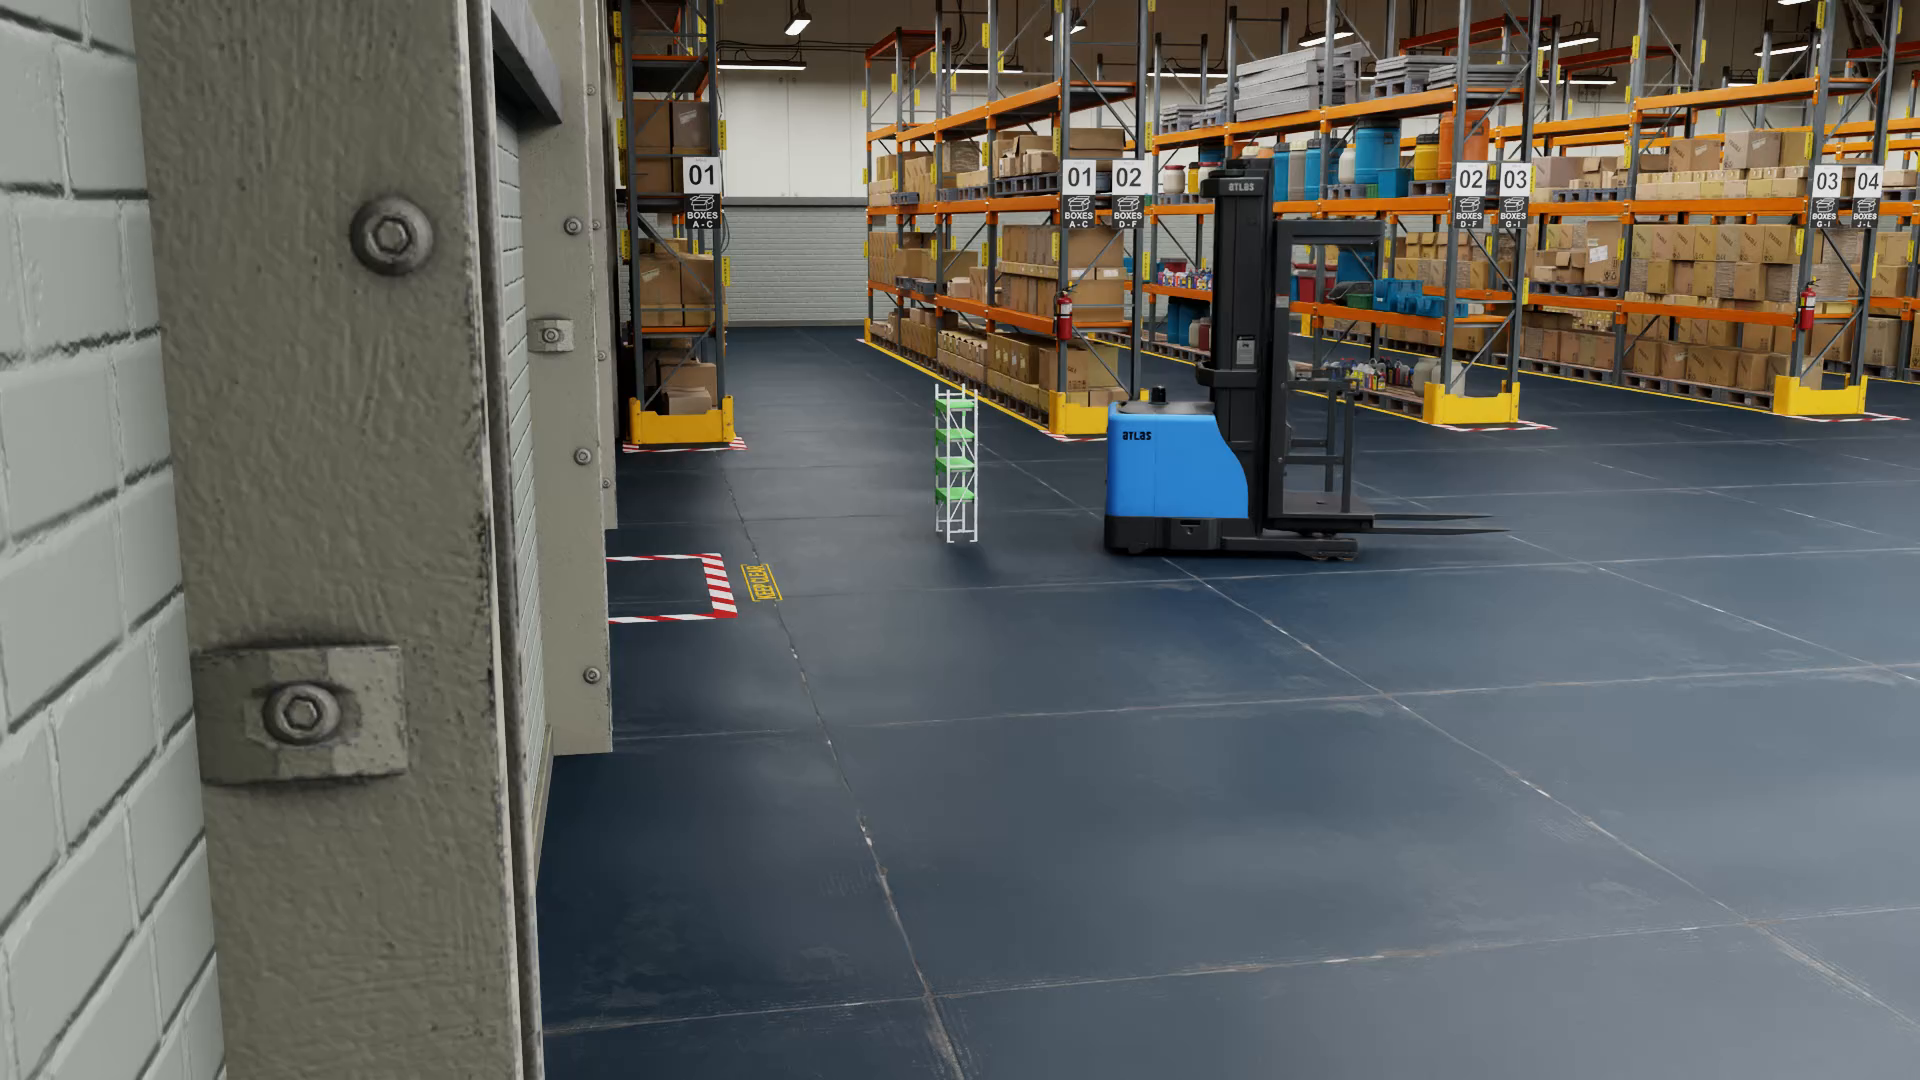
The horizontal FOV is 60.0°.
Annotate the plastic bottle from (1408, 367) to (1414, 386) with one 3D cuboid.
[{"bbox_3d":[6.353,-2.299,23.374,0.097,0.271,0.097,0,11,0],"label":"plastic bottle"}]

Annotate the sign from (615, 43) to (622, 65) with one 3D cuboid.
[{"bbox_3d":[-5.292,-7.531,25.774,0.100,0.325,0.005,-2,11,-11],"label":"sign"}]

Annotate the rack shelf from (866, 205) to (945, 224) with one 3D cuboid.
[{"bbox_3d":[-1.057,-6.469,33.066,1.077,0.370,4.000,-2,11,-11],"label":"rack shelf"}]

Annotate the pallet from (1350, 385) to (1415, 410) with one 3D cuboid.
[{"bbox_3d":[6.078,-1.976,23.013,1.003,0.211,1.213,-2,11,-11],"label":"pallet"}]

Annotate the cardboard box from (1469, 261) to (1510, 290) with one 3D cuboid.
[{"bbox_3d":[9.489,-4.739,29.805,0.500,0.500,0.500,-2,11,-9],"label":"cardboard box"}]

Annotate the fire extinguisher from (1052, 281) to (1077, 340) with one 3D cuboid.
[{"bbox_3d":[1.233,-2.705,19.593,0.296,0.674,0.183,-2,11,-11],"label":"fire extinguisher"}]

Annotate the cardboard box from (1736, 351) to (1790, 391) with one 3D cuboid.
[{"bbox_3d":[11.129,-2.343,23.046,0.500,0.500,0.500,1,11,4],"label":"cardboard box"}]

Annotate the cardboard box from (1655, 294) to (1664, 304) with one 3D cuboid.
[{"bbox_3d":[10.522,-3.564,24.573,0.380,0.149,0.250,-2,11,-11],"label":"cardboard box"}]

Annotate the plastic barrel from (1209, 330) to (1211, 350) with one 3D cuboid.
[{"bbox_3d":[4.660,-3.602,29.628,0.421,0.512,0.421,0,11,0],"label":"plastic barrel"}]

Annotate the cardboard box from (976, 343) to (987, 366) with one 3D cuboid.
[{"bbox_3d":[0.528,-2.710,24.144,0.500,0.311,0.500,-2,11,-11],"label":"cardboard box"}]

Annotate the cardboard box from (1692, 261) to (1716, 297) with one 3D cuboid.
[{"bbox_3d":[10.948,-3.711,23.608,0.875,0.500,0.500,-2,11,-11],"label":"cardboard box"}]

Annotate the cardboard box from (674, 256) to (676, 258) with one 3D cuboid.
[{"bbox_3d":[-3.385,-3.379,21.271,0.500,0.500,0.500,-2,11,-13],"label":"cardboard box"}]

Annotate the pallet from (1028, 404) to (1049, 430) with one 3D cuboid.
[{"bbox_3d":[1.476,-1.551,20.778,1.003,0.211,1.213,-2,11,-11],"label":"pallet"}]

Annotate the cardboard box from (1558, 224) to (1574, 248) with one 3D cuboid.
[{"bbox_3d":[13.270,-6.550,35.851,0.500,0.500,0.500,-2,11,-13],"label":"cardboard box"}]

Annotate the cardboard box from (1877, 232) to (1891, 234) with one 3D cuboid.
[{"bbox_3d":[18.795,-5.967,33.584,0.500,0.500,0.500,-2,11,-12],"label":"cardboard box"}]

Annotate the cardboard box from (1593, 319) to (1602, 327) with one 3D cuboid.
[{"bbox_3d":[13.497,-4.551,34.792,0.380,0.149,0.250,-3,11,-14],"label":"cardboard box"}]

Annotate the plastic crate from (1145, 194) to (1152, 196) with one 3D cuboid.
[{"bbox_3d":[3.701,-6.709,32.846,0.416,0.233,0.300,-2,11,-11],"label":"plastic crate"}]

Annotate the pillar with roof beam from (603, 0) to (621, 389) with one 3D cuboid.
[{"bbox_3d":[-1.121,-6.902,25.391,9.100,9.000,0.400,-2,11,-11],"label":"pillar with roof beam"}]

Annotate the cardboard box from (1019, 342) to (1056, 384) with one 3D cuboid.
[{"bbox_3d":[1.061,-2.276,21.357,0.500,0.500,0.500,-2,11,-11],"label":"cardboard box"}]

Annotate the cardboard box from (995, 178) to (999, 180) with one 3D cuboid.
[{"bbox_3d":[0.777,-5.235,23.933,0.500,0.250,0.500,-1,11,-5],"label":"cardboard box"}]

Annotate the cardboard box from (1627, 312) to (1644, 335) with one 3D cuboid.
[{"bbox_3d":[13.818,-4.337,33.523,0.500,0.500,0.500,-2,11,-9],"label":"cardboard box"}]

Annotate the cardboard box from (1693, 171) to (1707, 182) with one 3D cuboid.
[{"bbox_3d":[10.657,-5.162,23.607,0.380,0.149,0.250,-2,11,-12],"label":"cardboard box"}]

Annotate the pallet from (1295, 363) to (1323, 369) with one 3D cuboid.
[{"bbox_3d":[5.316,-2.692,26.774,1.003,0.211,1.213,-2,11,-11],"label":"pallet"}]

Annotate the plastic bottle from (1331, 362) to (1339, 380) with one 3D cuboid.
[{"bbox_3d":[5.469,-2.440,24.102,0.152,0.276,0.135,-2,11,-9],"label":"plastic bottle"}]

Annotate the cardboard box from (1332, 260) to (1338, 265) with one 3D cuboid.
[{"bbox_3d":[8.302,-5.863,35.583,0.500,0.250,0.500,-2,11,-13],"label":"cardboard box"}]

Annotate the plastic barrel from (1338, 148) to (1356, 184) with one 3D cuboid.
[{"bbox_3d":[5.639,-5.343,23.803,0.421,0.512,0.421,0,11,0],"label":"plastic barrel"}]

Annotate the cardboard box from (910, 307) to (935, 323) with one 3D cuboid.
[{"bbox_3d":[-0.618,-4.058,29.998,0.500,0.250,0.500,-2,11,-11],"label":"cardboard box"}]

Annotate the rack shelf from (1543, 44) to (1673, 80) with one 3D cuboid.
[{"bbox_3d":[13.546,-10.097,35.214,1.077,0.370,4.000,-2,11,-11],"label":"rack shelf"}]

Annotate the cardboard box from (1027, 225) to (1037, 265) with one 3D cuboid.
[{"bbox_3d":[1.273,-3.844,21.635,0.700,0.500,0.500,-2,11,-11],"label":"cardboard box"}]

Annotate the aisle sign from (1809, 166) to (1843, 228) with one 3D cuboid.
[{"bbox_3d":[11.102,-4.396,21.317,0.394,0.787,0.004,-2,11,-11],"label":"aisle sign"}]

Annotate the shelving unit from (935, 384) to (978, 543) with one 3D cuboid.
[{"bbox_3d":[-0.032,-0.620,13.244,0.258,1.200,0.503,-2,11,-11],"label":"shelving unit"}]

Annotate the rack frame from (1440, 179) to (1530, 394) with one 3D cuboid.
[{"bbox_3d":[6.525,-2.961,20.731,1.000,3.000,0.127,-2,11,-11],"label":"rack frame"}]

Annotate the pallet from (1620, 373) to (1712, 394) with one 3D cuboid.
[{"bbox_3d":[10.771,-2.383,25.152,1.003,0.211,1.213,-2,11,-11],"label":"pallet"}]

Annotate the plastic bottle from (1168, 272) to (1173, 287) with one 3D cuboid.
[{"bbox_3d":[3.975,-4.911,31.318,0.097,0.271,0.097,0,11,0],"label":"plastic bottle"}]

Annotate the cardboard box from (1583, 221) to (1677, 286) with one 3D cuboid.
[{"bbox_3d":[10.589,-4.527,26.229,1.000,1.000,1.000,-2,11,-11],"label":"cardboard box"}]

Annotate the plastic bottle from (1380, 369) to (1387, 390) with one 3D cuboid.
[{"bbox_3d":[5.820,-2.215,22.899,0.061,0.283,0.133,-2,11,-11],"label":"plastic bottle"}]

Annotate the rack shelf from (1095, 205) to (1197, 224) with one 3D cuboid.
[{"bbox_3d":[3.803,-6.649,34.008,1.077,0.370,4.000,-2,11,-11],"label":"rack shelf"}]

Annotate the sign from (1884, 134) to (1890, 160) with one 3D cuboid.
[{"bbox_3d":[11.916,-5.064,21.419,0.100,0.325,0.005,-2,11,-11],"label":"sign"}]

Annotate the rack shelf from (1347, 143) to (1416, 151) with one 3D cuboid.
[{"bbox_3d":[8.661,-8.106,34.712,1.077,0.370,4.000,-2,11,-11],"label":"rack shelf"}]

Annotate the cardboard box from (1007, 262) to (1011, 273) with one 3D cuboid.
[{"bbox_3d":[0.851,-3.733,22.787,0.380,0.149,0.250,-2,11,-13],"label":"cardboard box"}]

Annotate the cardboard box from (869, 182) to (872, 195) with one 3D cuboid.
[{"bbox_3d":[-1.601,-7.258,34.348,0.500,0.250,0.500,-2,11,-11],"label":"cardboard box"}]

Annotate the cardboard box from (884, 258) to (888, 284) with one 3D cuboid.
[{"bbox_3d":[-1.221,-5.303,32.766,0.500,0.500,0.500,-2,11,-10],"label":"cardboard box"}]

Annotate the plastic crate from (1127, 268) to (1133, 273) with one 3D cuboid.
[{"bbox_3d":[3.453,-5.489,34.300,0.416,0.233,0.300,-2,11,-11],"label":"plastic crate"}]

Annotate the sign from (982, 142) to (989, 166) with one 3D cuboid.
[{"bbox_3d":[0.358,-5.376,23.171,0.100,0.325,0.005,-2,11,-11],"label":"sign"}]

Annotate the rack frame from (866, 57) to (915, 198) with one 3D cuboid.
[{"bbox_3d":[-1.446,-8.663,34.645,1.000,3.000,0.127,-2,11,-11],"label":"rack frame"}]

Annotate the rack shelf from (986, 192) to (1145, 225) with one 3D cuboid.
[{"bbox_3d":[1.277,-4.269,21.502,1.077,0.370,4.000,-2,11,-11],"label":"rack shelf"}]

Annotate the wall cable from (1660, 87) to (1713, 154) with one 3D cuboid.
[{"bbox_3d":[20.088,-10.556,44.489,2.988,3.039,0.133,-2,11,-11],"label":"wall cable"}]

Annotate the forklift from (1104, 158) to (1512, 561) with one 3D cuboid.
[{"bbox_3d":[2.639,-1.385,12.633,3.031,2.935,1.130,1,11,5],"label":"forklift"}]

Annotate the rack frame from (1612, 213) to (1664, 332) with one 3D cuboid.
[{"bbox_3d":[13.935,-5.504,34.091,1.000,3.000,0.127,-2,11,-11],"label":"rack frame"}]

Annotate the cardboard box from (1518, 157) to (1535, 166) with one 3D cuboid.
[{"bbox_3d":[9.762,-6.188,28.058,0.500,0.500,0.500,-2,11,-11],"label":"cardboard box"}]

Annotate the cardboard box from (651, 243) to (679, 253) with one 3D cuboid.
[{"bbox_3d":[-4.575,-4.531,25.802,0.380,0.149,0.250,-4,12,-21],"label":"cardboard box"}]

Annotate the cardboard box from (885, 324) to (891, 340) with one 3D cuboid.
[{"bbox_3d":[-1.203,-4.109,32.779,0.500,0.311,0.500,-2,11,-11],"label":"cardboard box"}]

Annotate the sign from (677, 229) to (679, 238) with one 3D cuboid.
[{"bbox_3d":[-5.769,-6.238,34.216,0.100,0.325,0.005,-2,11,-11],"label":"sign"}]

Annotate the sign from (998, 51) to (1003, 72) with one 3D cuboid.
[{"bbox_3d":[0.654,-7.753,26.944,0.100,0.325,0.005,-2,11,-11],"label":"sign"}]
